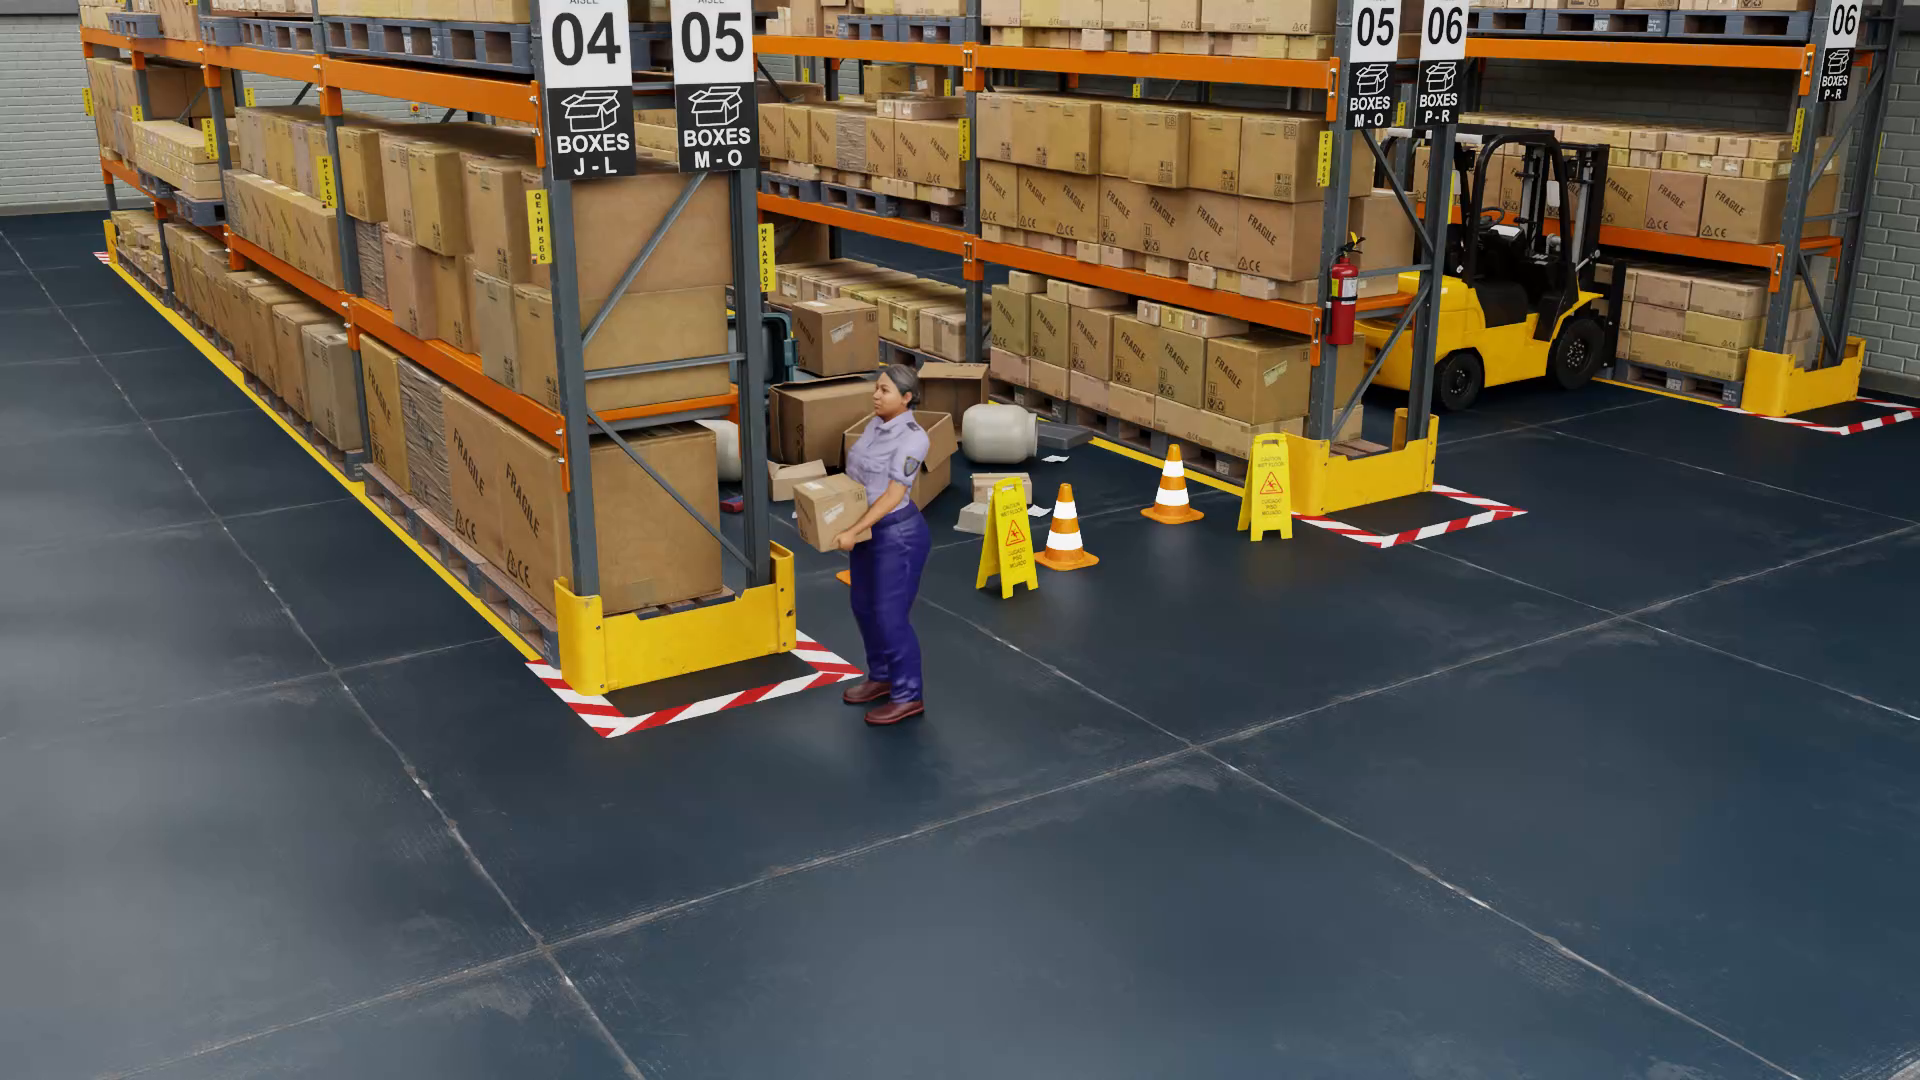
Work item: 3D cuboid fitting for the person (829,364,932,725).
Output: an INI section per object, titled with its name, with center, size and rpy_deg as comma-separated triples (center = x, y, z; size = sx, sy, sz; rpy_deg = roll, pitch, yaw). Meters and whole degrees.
[person]
center = -0.403, 0.017, 7.549
size = 0.517, 1.637, 0.453
rpy_deg = -9, 20, -26
